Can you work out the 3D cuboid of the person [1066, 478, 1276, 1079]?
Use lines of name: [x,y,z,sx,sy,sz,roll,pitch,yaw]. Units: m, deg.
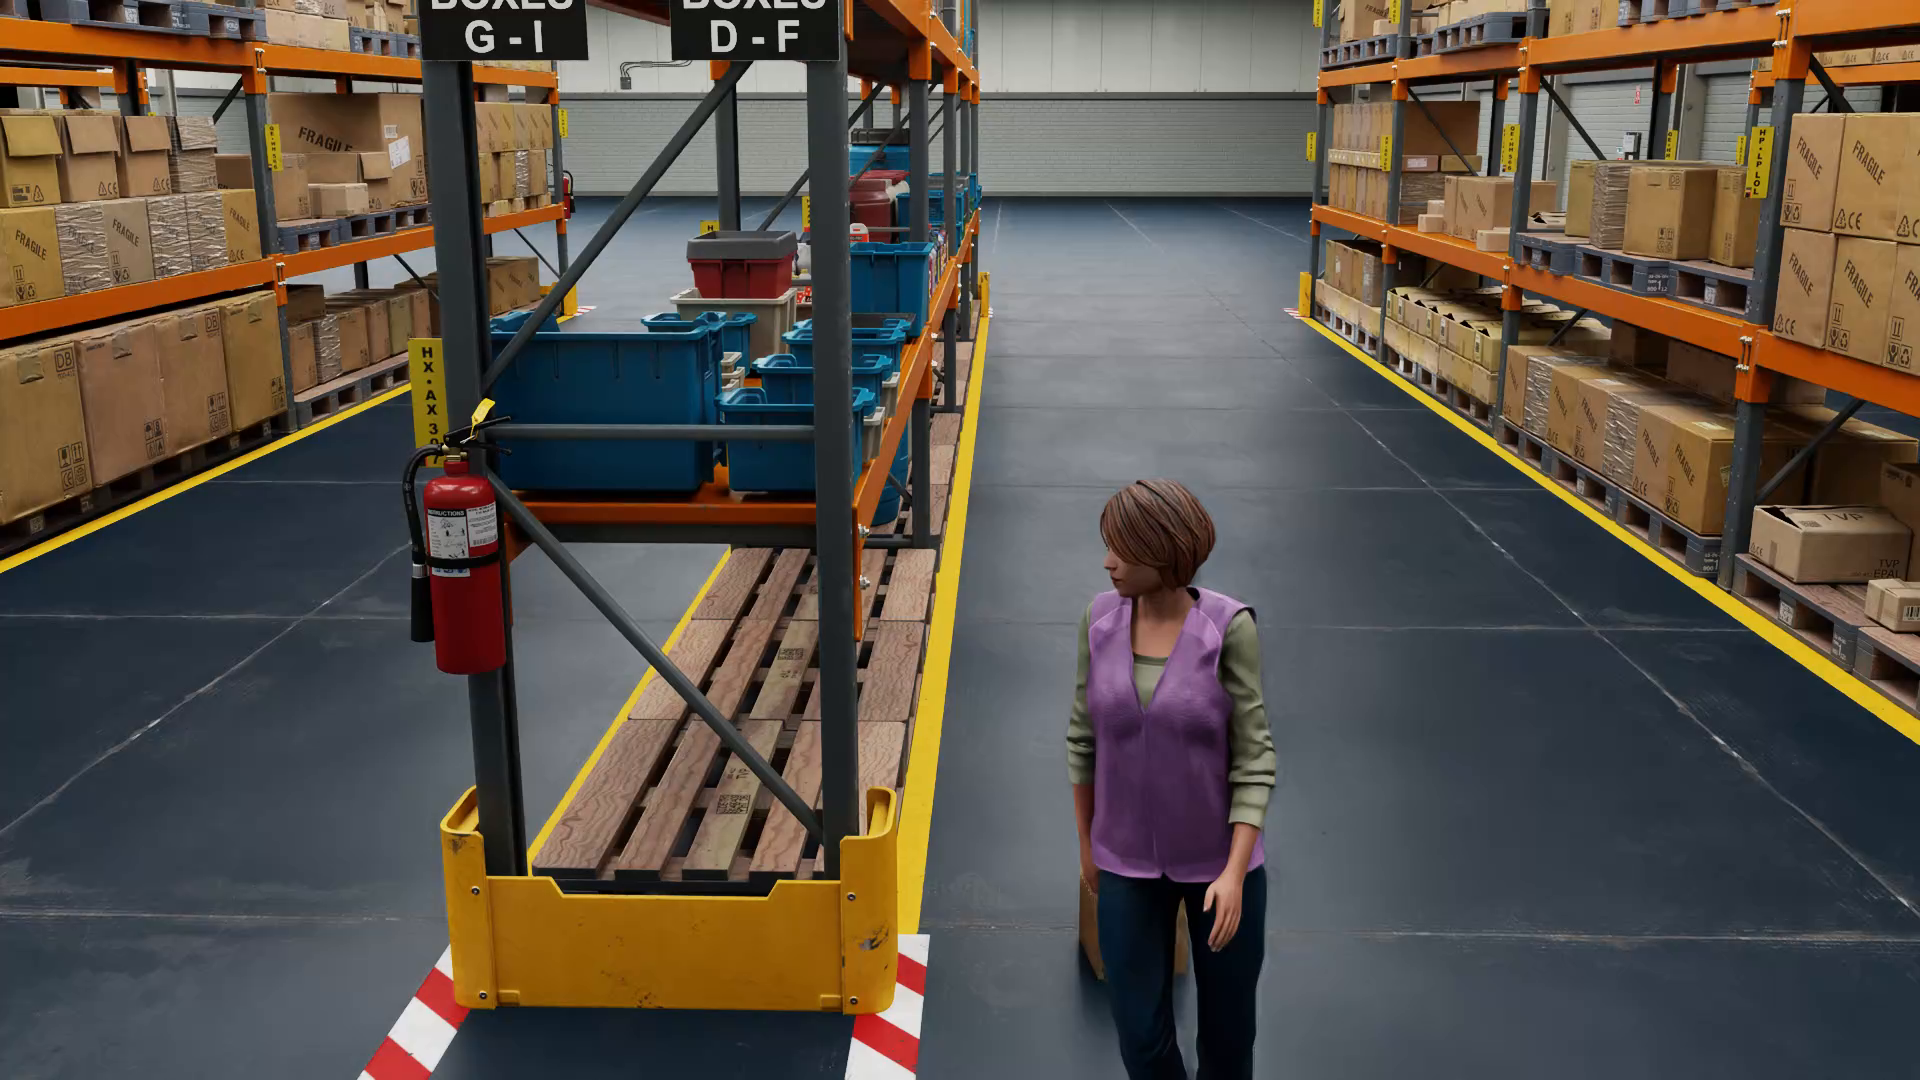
person: [0.398,0.678,3.323,0.446,1.599,0.550,5,15,18]
